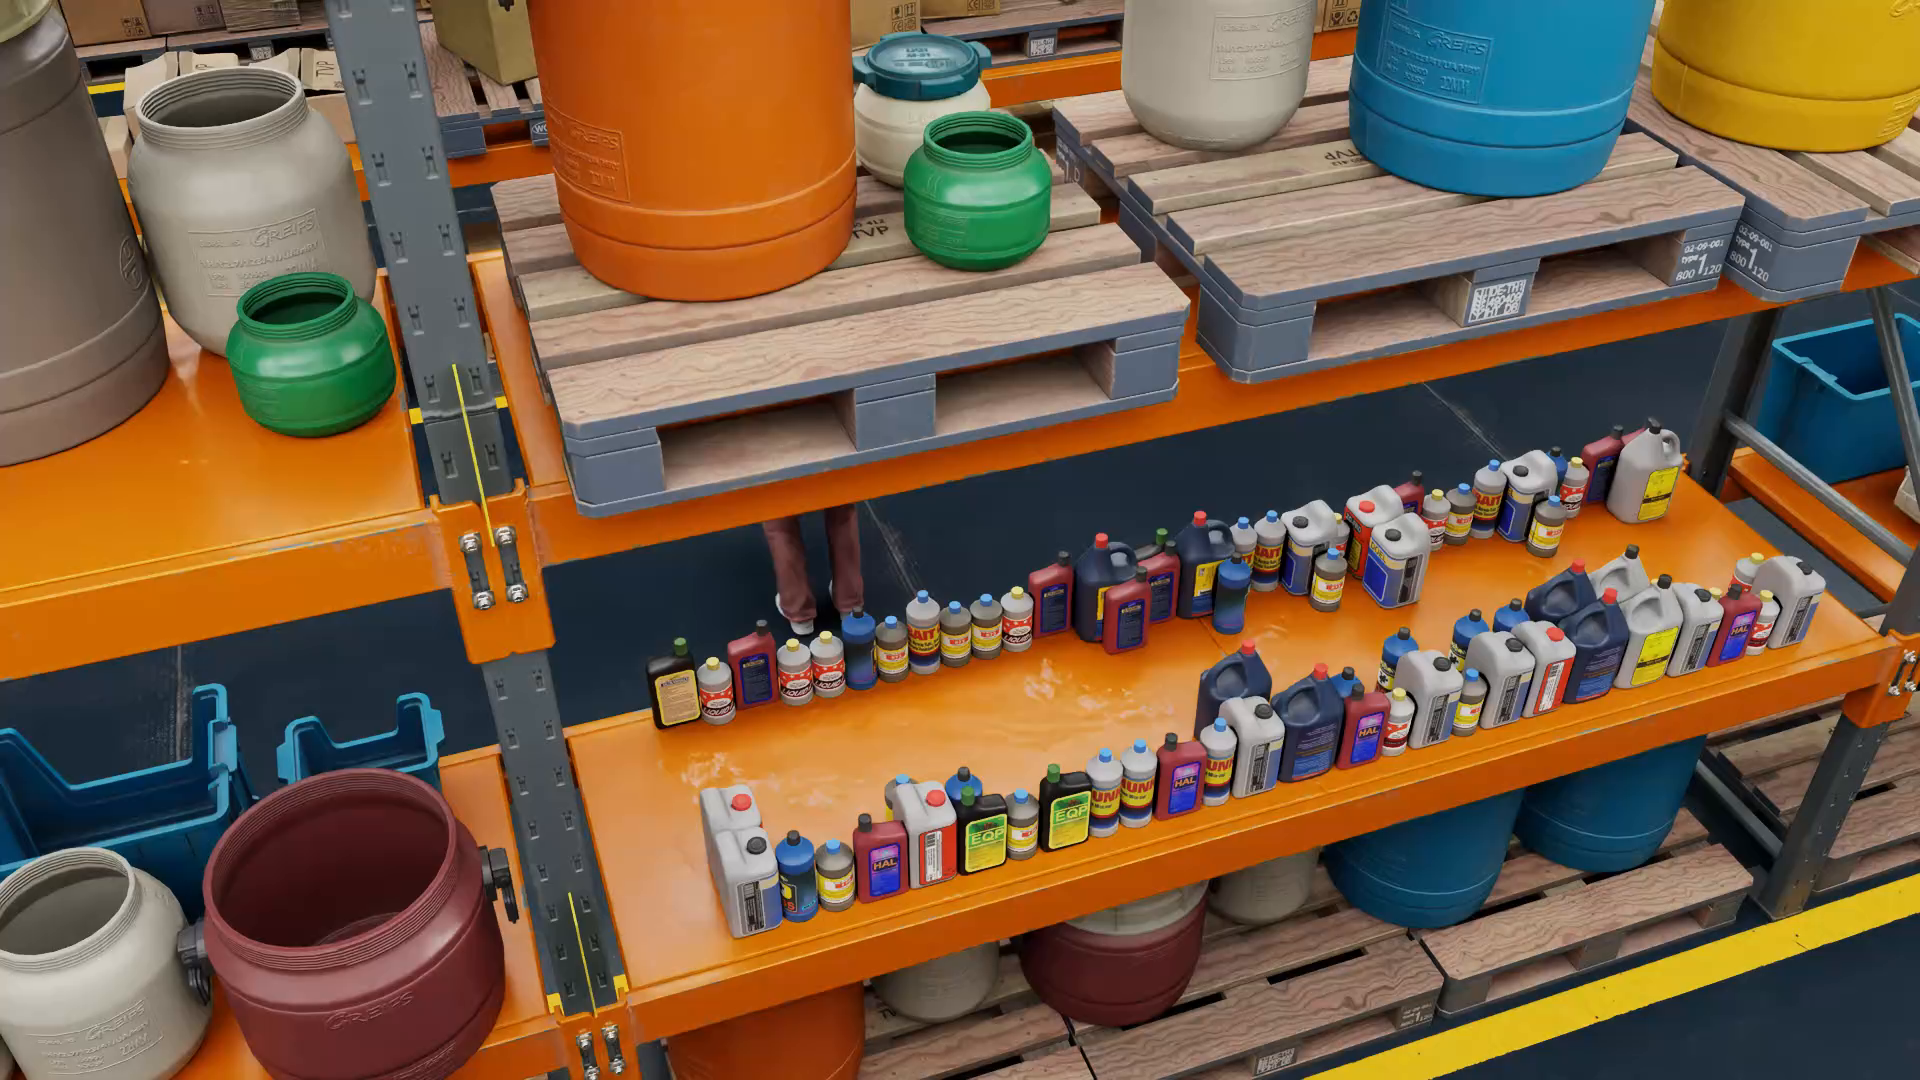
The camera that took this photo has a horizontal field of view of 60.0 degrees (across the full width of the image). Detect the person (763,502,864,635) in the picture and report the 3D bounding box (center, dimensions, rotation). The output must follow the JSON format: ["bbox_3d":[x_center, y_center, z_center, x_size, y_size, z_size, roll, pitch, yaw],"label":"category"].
[{"bbox_3d":[-0.662,-0.360,6.807,0.406,1.445,0.731,-13,40,-17],"label":"person"}]
